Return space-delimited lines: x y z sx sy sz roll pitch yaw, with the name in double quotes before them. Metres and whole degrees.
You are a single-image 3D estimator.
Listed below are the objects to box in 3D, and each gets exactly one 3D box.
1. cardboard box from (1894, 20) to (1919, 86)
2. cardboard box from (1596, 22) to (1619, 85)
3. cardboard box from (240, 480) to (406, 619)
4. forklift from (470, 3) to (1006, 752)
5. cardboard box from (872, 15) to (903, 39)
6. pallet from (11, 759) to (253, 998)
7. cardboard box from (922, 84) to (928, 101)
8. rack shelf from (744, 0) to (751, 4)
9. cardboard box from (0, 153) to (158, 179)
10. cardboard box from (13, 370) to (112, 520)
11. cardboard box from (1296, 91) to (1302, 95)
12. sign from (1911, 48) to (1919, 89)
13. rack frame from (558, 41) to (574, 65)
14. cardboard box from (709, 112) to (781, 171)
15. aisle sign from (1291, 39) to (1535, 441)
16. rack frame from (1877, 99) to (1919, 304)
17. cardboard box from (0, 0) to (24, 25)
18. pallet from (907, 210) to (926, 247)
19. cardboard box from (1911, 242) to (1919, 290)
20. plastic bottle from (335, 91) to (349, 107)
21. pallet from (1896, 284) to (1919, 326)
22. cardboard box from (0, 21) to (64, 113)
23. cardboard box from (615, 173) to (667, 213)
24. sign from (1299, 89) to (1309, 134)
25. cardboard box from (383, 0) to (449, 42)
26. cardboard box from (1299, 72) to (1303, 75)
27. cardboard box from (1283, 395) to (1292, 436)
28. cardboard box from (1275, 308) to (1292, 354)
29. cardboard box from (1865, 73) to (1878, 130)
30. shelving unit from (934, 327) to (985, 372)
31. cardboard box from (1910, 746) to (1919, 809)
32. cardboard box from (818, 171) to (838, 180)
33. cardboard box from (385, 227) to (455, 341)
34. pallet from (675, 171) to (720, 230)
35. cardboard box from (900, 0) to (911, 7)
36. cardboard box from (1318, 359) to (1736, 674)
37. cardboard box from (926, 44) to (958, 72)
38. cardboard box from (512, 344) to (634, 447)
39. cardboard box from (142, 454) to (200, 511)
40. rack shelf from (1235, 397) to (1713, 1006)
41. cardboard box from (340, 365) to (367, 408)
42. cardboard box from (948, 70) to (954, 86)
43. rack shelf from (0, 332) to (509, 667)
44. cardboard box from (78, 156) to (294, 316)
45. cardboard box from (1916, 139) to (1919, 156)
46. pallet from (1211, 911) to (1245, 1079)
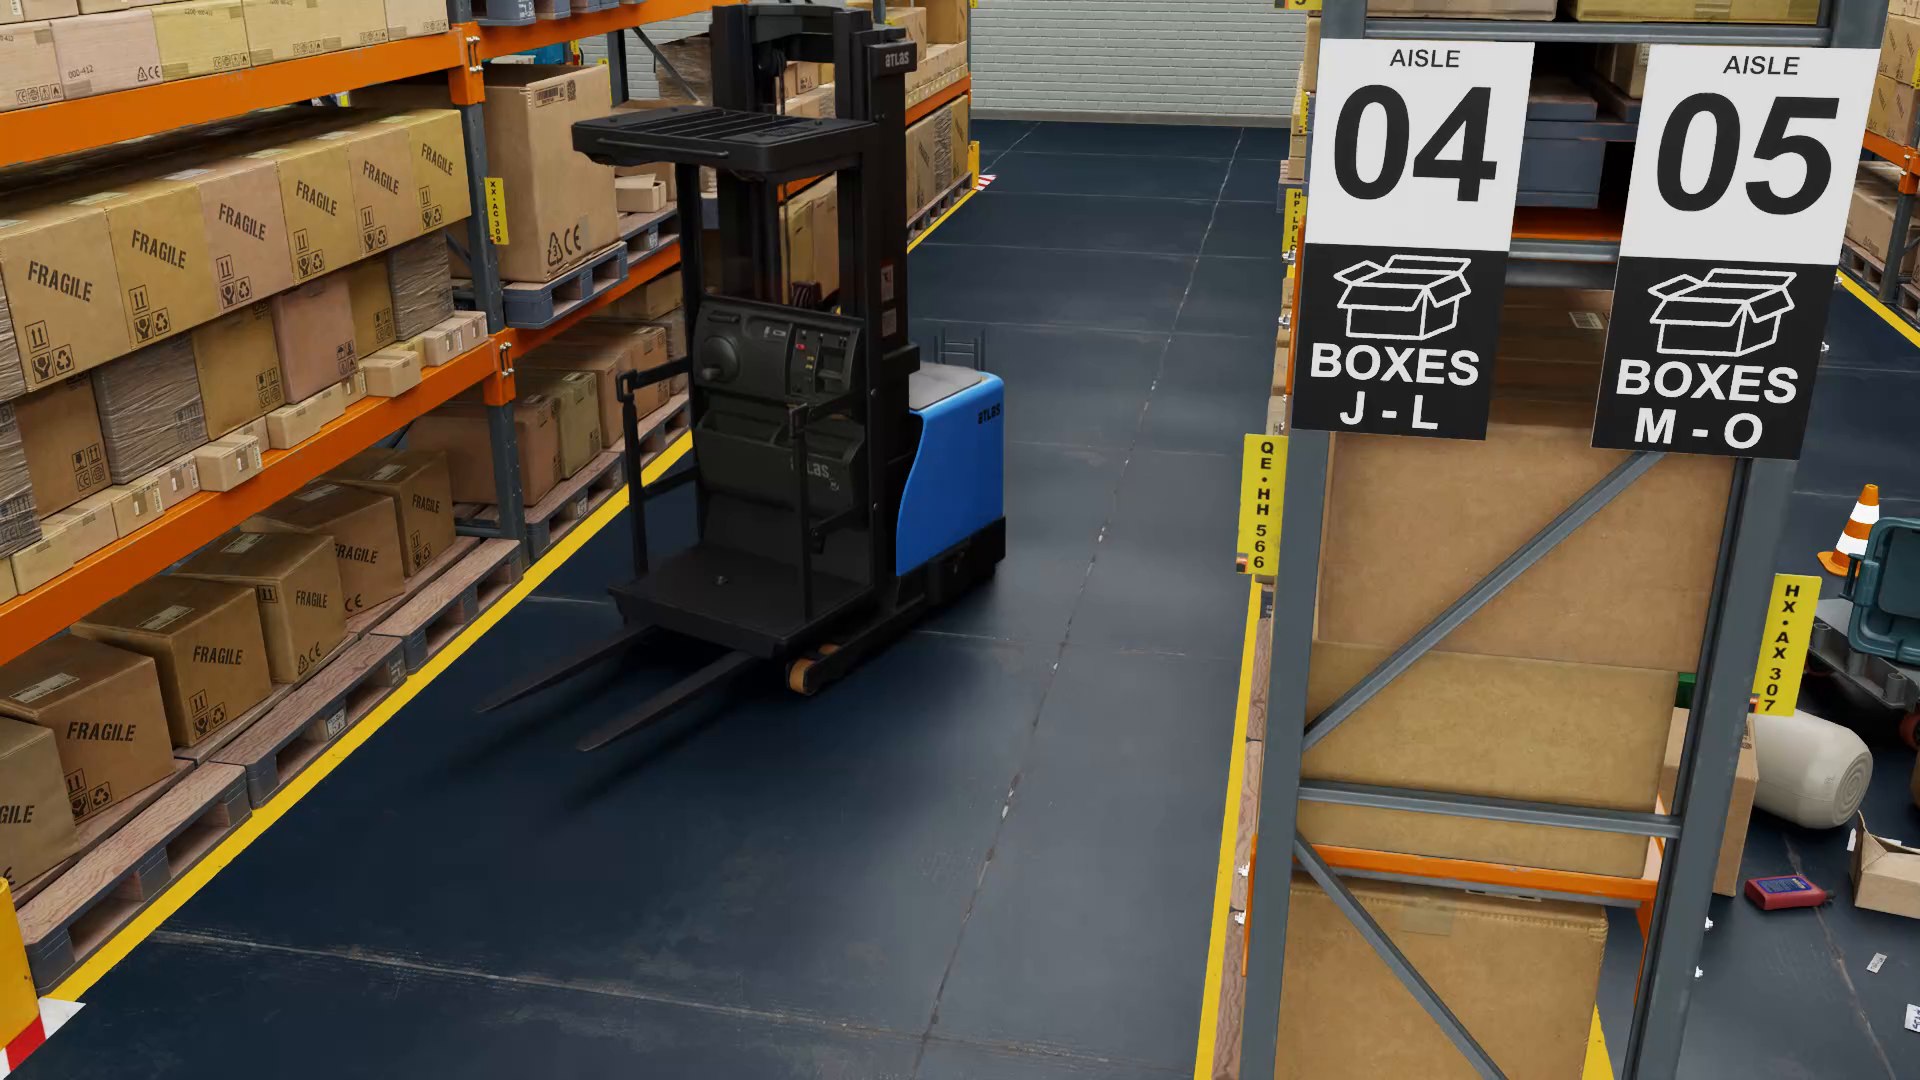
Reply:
"cardboard box" 8.337 -4.134 14.130 0.500 0.500 0.500 4 22 10
"cardboard box" 1.631 -1.092 3.674 0.380 0.149 0.250 5 22 11
"cardboard box" -3.054 0.059 7.977 0.500 0.500 0.500 12 25 28
"forklift" -0.970 -0.850 7.542 1.130 2.935 3.031 13 26 30
"cardboard box" -0.843 -4.757 15.949 0.500 0.500 0.500 4 22 11
"pallet" -3.424 1.175 6.154 1.003 0.211 1.213 4 22 11
"cardboard box" -0.541 -4.626 17.160 0.380 0.149 0.250 5 22 12
"rack shelf" -1.599 -4.511 13.488 1.077 0.370 4.000 4 22 11
"cardboard box" -3.458 -1.213 6.479 0.500 0.500 0.500 4 22 11
"cardboard box" -3.516 -0.372 5.730 0.875 0.500 0.500 4 22 11
"cardboard box" 2.692 -3.249 12.383 0.380 0.149 0.250 4 22 11
"sign" 7.967 -3.910 13.781 0.100 0.325 0.005 4 22 11
"rack frame" -5.223 -6.026 20.300 1.000 3.000 0.127 4 22 11
"cardboard box" -1.642 -2.926 12.469 0.500 0.500 0.500 5 22 12
"aisle sign" 0.887 -0.584 3.309 0.394 0.787 0.004 4 22 11
"rack frame" 8.511 -3.430 13.854 1.000 3.000 0.127 4 22 11
"cardboard box" -3.153 -1.670 5.136 0.380 0.149 0.250 5 23 13
"pallet" -0.959 -3.164 16.927 1.003 0.211 1.213 4 22 11
"cardboard box" 8.462 -2.406 13.595 0.875 0.875 0.875 5 23 13
"plastic bottle" -5.907 -4.179 15.780 0.144 0.351 0.185 4 22 11
"pallet" 8.427 -1.848 13.660 1.003 0.211 1.213 4 22 11
"cardboard box" -3.189 -1.464 5.159 0.500 0.250 0.500 4 22 10
"cardboard box" -2.083 -2.224 10.479 0.396 0.266 0.258 4 22 9
"sign" 2.295 -2.845 10.960 0.100 0.325 0.005 4 22 11
"cardboard box" -2.661 -2.395 7.470 0.500 0.250 0.500 5 23 13
"cardboard box" 2.954 -3.728 13.573 0.380 0.149 0.250 4 22 10
"cardboard box" 1.633 -0.387 6.098 0.875 0.550 0.550 4 22 11
"cardboard box" 2.440 -0.923 10.079 1.050 0.750 0.750 5 22 12
"cardboard box" 8.543 -4.039 15.233 0.500 0.500 0.500 4 22 10
"shelving unit" -0.003 -0.551 9.116 0.258 1.200 0.189 4 22 11
"cardboard box" 4.125 0.876 6.323 0.797 0.637 0.503 4 22 11
"cardboard box" -1.483 -2.832 14.652 1.225 0.875 0.875 4 22 9
"cardboard box" -2.976 -1.284 7.994 0.875 0.500 0.500 4 22 11
"pallet" -2.048 -2.365 11.466 1.213 0.211 1.003 4 22 11
"cardboard box" -0.839 -5.726 18.356 0.500 0.500 0.500 4 22 10
"cardboard box" 1.309 -0.085 3.902 0.875 0.550 0.550 4 22 11
"cardboard box" -0.318 -5.334 18.384 0.500 0.250 0.500 4 22 10
"cardboard box" -2.447 -0.905 10.341 0.700 0.500 0.500 3 22 6
"cardboard box" -3.099 -0.224 6.230 0.380 0.149 0.250 4 22 11
"rack shelf" 1.604 0.221 5.753 1.077 0.370 4.000 4 22 11
"cardboard box" -2.872 -0.683 7.370 0.380 0.149 0.250 4 22 11
"cardboard box" -0.281 -5.098 18.332 0.380 0.149 0.250 5 22 12
"rack shelf" -3.231 -0.194 6.784 1.077 0.370 4.000 4 22 11
"cardboard box" -2.955 -1.174 6.382 0.500 0.500 0.500 4 22 11
"cardboard box" 8.162 -3.219 13.533 0.500 0.250 0.500 4 22 10
"pallet" 1.282 1.614 5.064 1.003 0.211 1.213 4 22 11
